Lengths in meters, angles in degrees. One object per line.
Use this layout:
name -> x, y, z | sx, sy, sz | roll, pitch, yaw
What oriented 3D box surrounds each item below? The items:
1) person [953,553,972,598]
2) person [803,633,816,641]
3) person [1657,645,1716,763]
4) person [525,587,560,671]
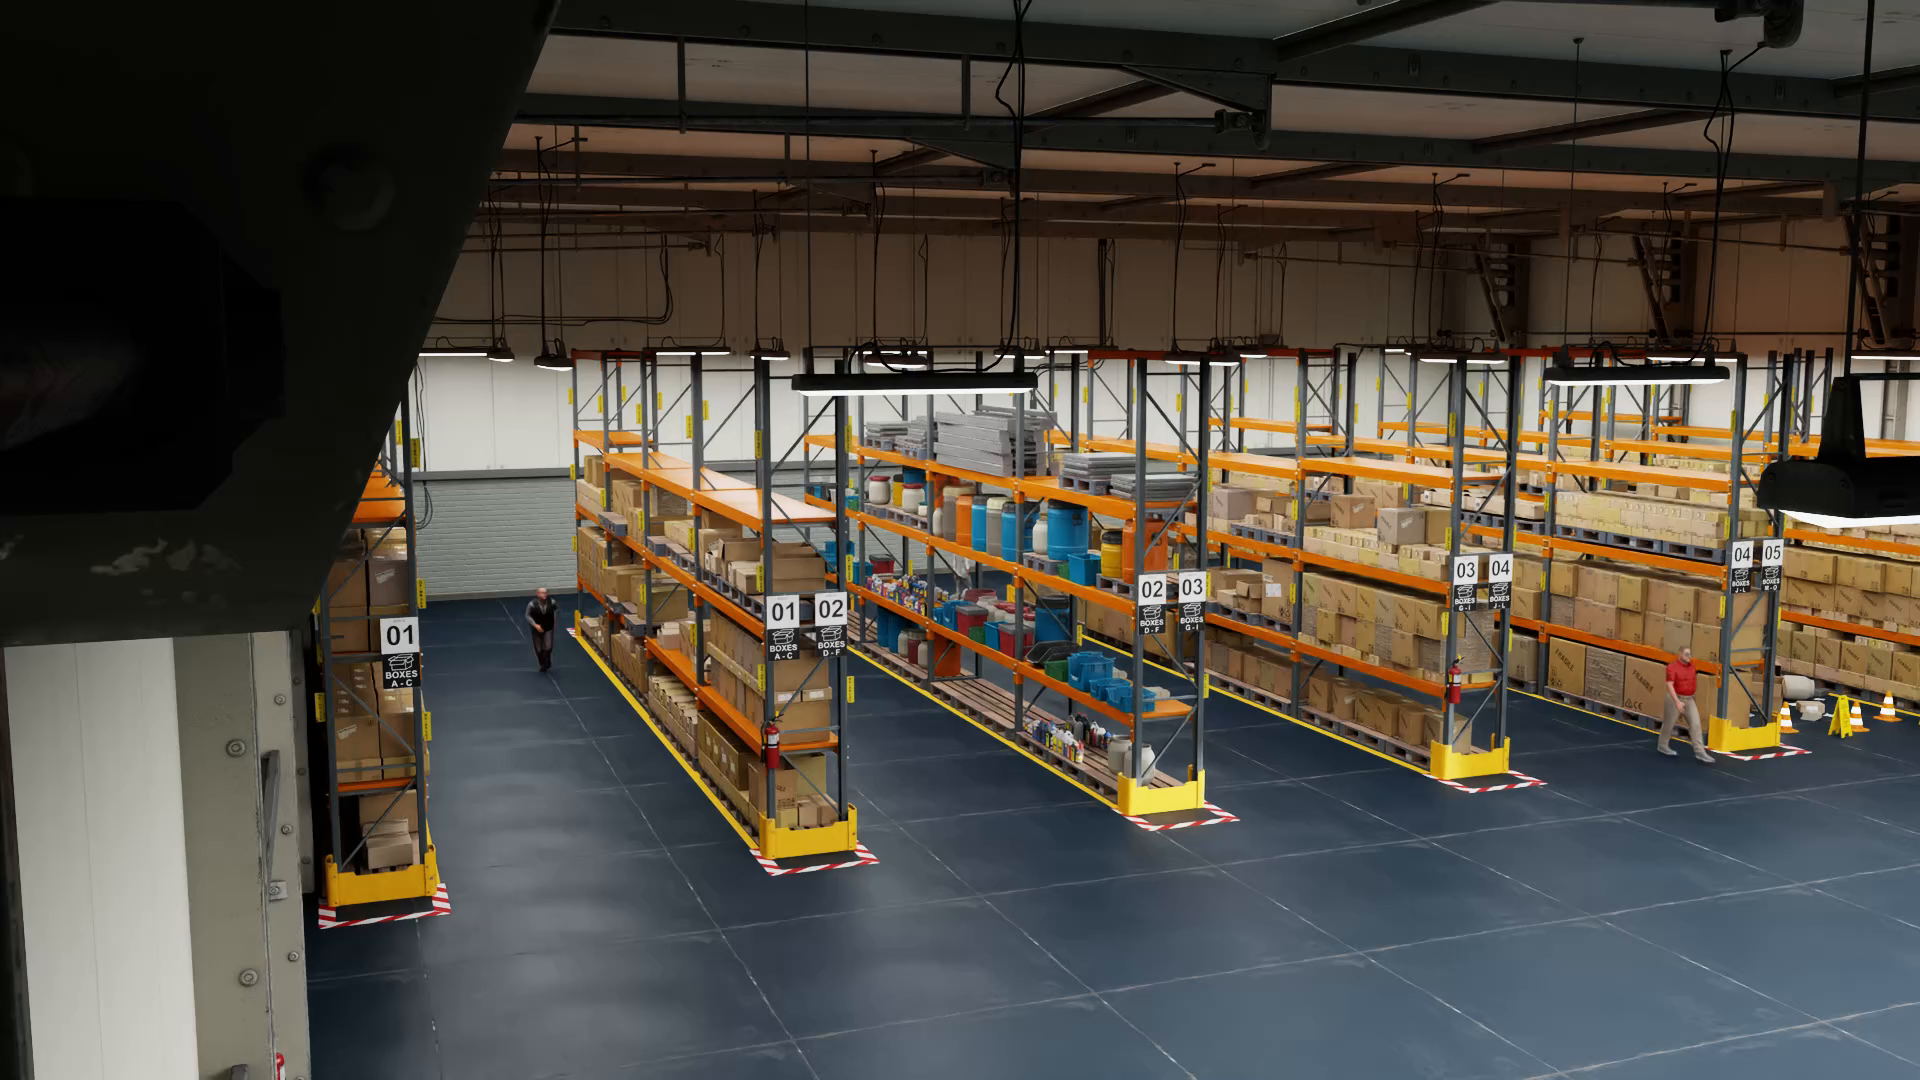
person -> 0.019, 0.804, 38.046 | 0.444, 1.600, 0.434 | 5, 9, 35
person -> -2.648, 1.681, 29.290 | 0.518, 1.515, 1.023 | -3, 8, -23
person -> 10.754, 2.411, 24.665 | 0.558, 1.690, 0.923 | -1, 7, -10
person -> -7.791, 1.667, 31.053 | 0.624, 1.632, 0.723 | -1, 7, -11
